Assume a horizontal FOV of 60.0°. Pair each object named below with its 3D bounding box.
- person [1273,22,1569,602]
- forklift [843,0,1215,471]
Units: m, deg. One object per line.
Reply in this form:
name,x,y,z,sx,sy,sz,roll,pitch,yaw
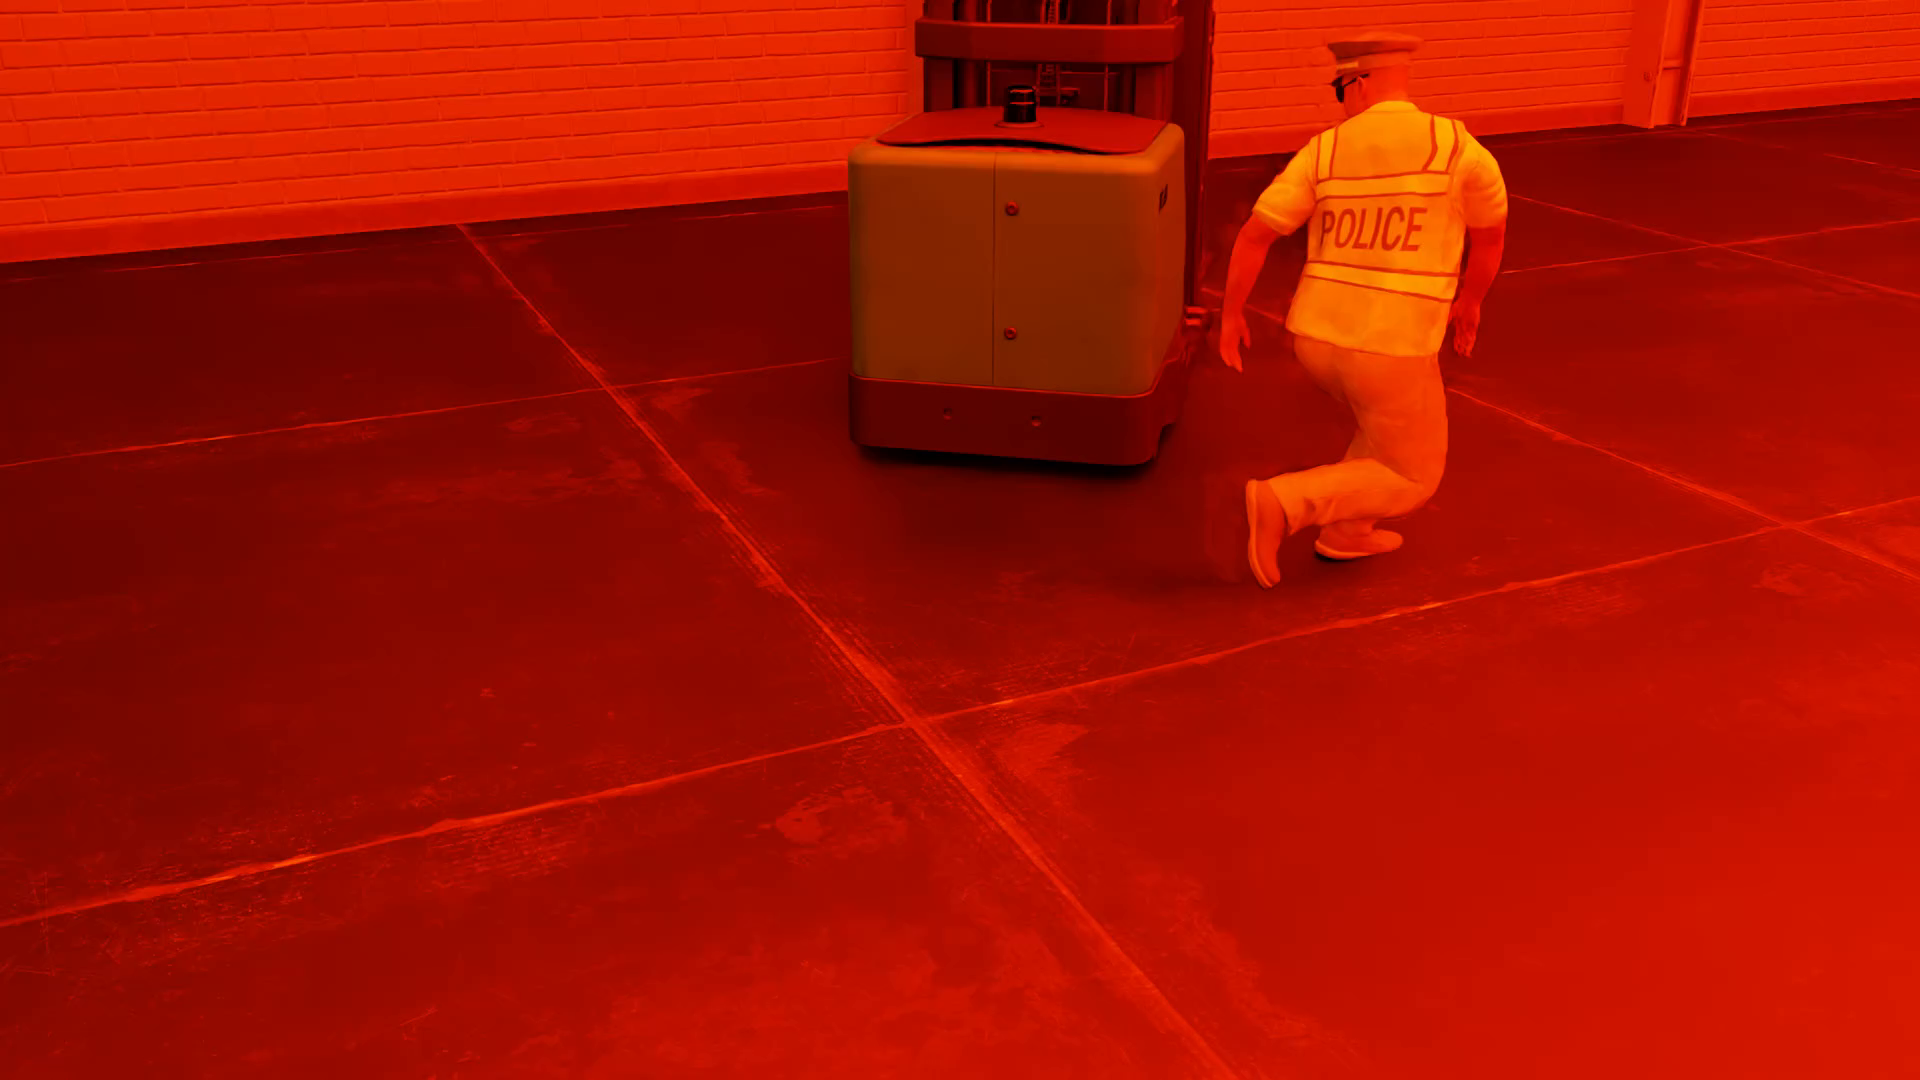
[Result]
person,1.234,-0.619,4.635,0.831,1.548,0.648,17,28,35
forklift,0.444,-2.116,6.380,1.130,2.935,3.031,5,23,12
